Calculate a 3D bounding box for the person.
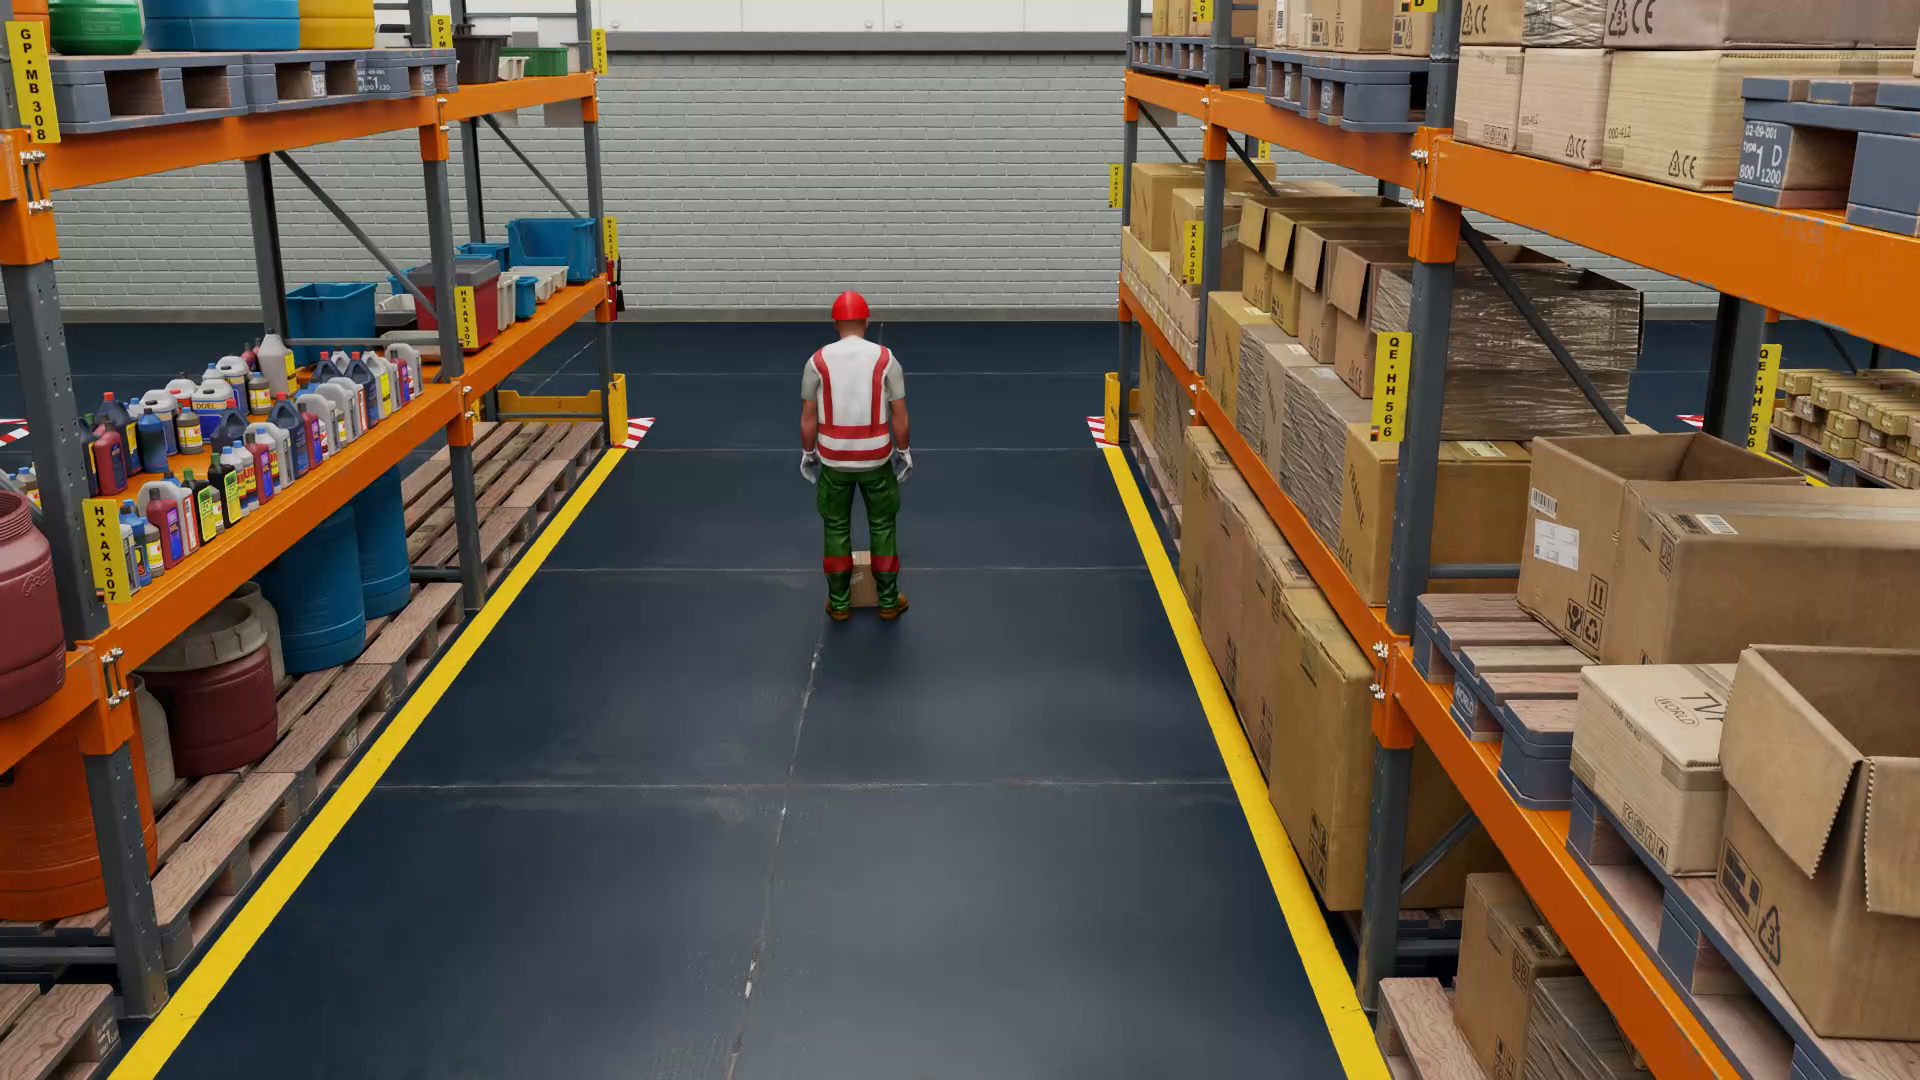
[{"bbox_3d":[-0.559,-0.444,8.975,0.607,1.780,0.450,0,17,-1],"label":"person"}]
